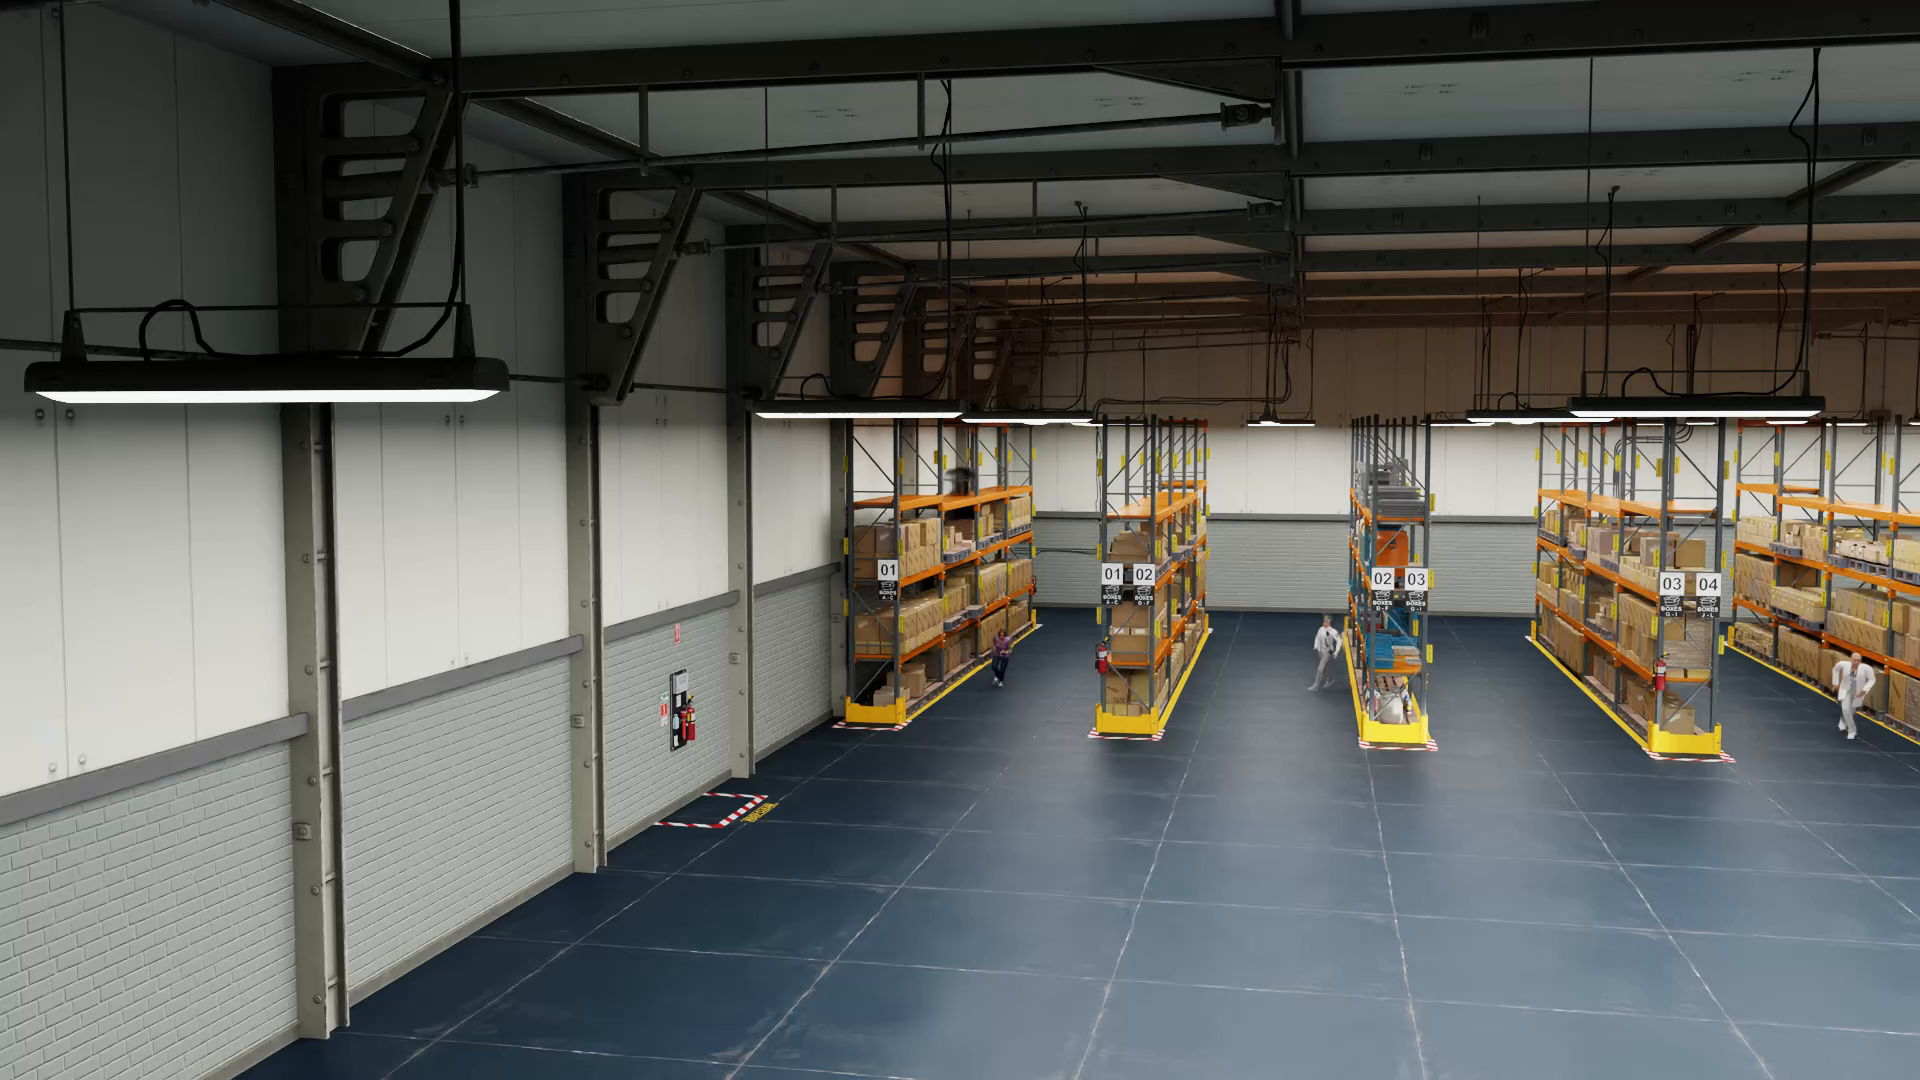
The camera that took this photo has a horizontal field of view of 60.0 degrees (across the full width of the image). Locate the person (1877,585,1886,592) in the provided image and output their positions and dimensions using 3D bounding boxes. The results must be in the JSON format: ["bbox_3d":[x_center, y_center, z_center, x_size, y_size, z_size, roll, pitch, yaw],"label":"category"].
[{"bbox_3d":[25.631,1.798,46.381,0.801,1.723,0.545,-1,4,-13],"label":"person"}]

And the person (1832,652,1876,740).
[{"bbox_3d":[16.633,2.849,31.006,0.704,1.623,1.120,2,4,23],"label":"person"}]

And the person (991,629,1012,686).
[{"bbox_3d":[0.911,2.592,36.652,0.541,1.356,0.919,1,4,12],"label":"person"}]

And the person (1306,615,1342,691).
[{"bbox_3d":[7.942,2.452,36.104,0.921,1.661,0.642,-3,5,-35],"label":"person"}]

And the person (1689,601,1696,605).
[{"bbox_3d":[19.185,1.989,43.647,0.590,1.726,0.837,1,4,17],"label":"person"}]
